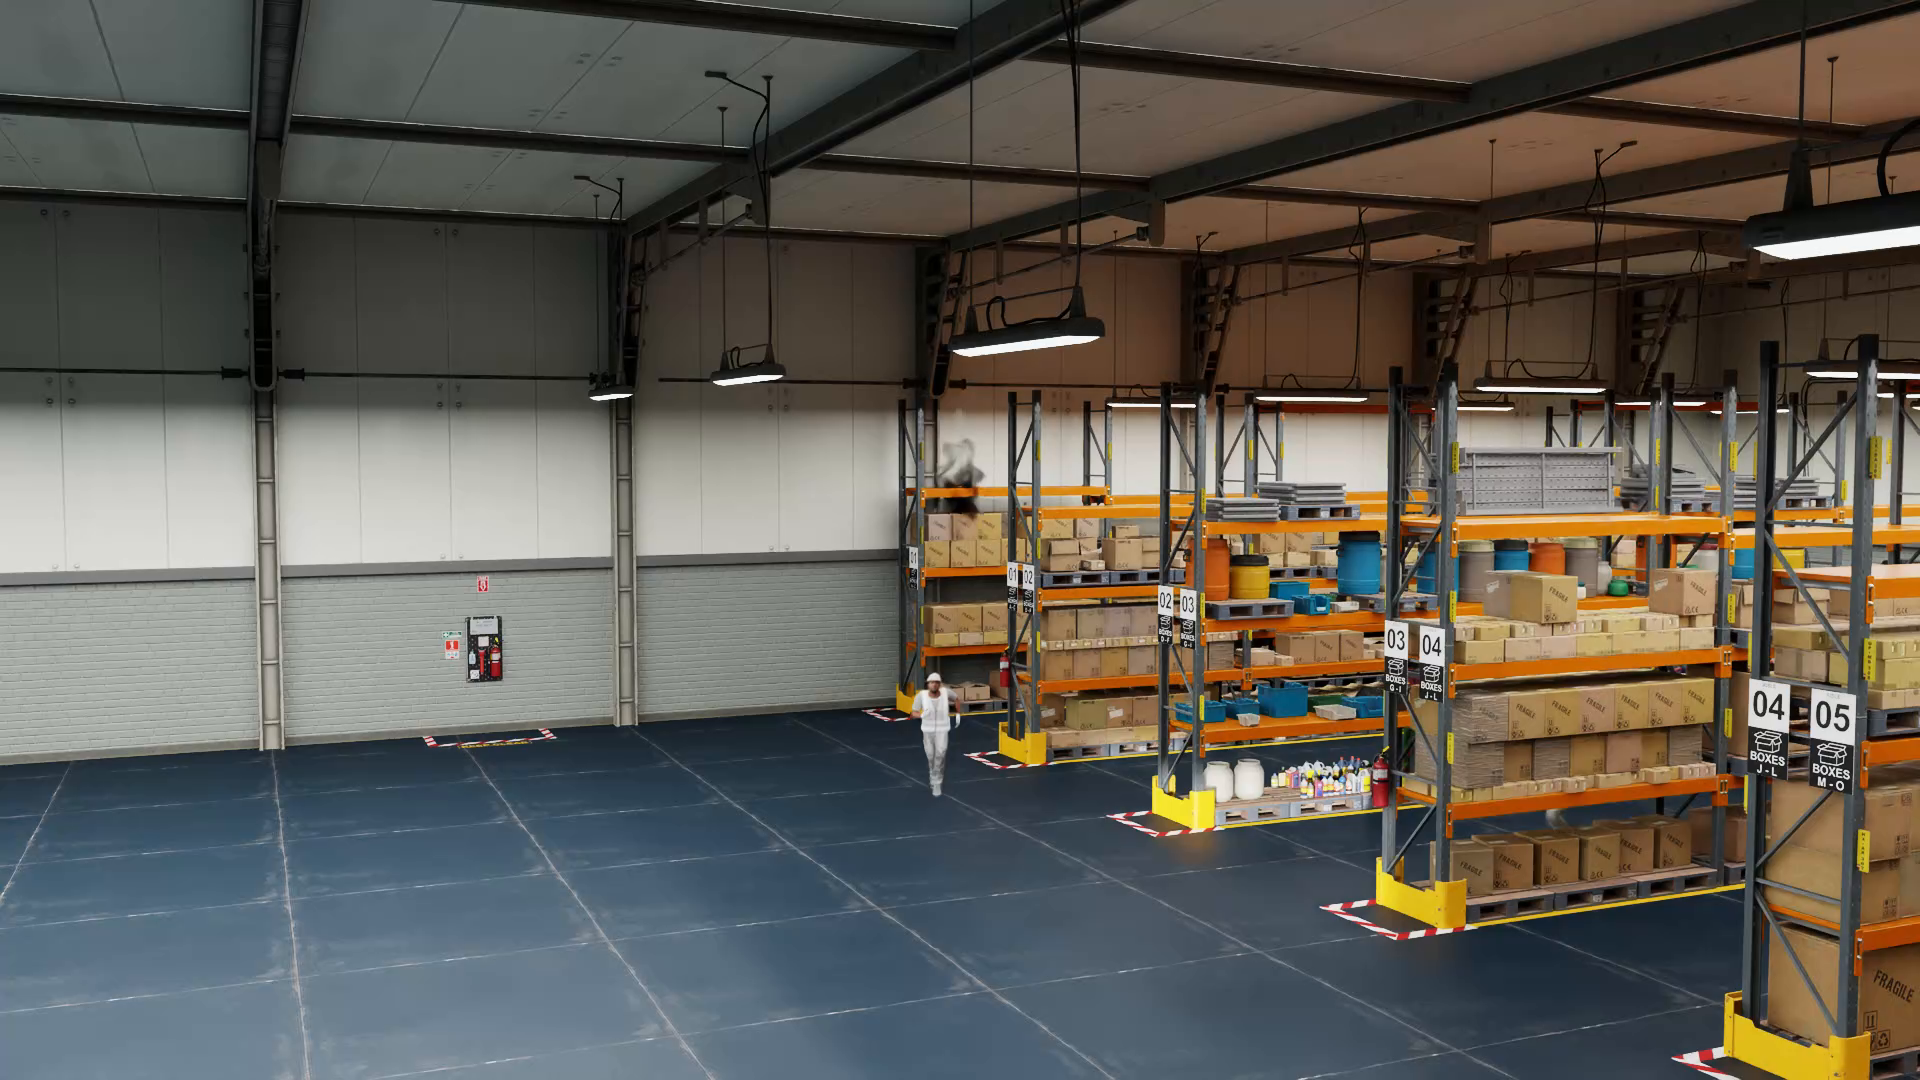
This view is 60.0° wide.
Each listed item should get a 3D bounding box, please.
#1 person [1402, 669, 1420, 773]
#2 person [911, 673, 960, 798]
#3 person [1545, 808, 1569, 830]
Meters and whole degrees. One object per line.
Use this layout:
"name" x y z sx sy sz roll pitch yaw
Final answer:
"person" 7.147 2.763 26.014 0.850 1.758 0.668 -2 4 -25
"person" -0.360 2.845 24.531 0.711 1.817 0.865 0 3 0
"person" 7.454 3.126 20.822 0.625 1.647 0.546 -2 4 -27
